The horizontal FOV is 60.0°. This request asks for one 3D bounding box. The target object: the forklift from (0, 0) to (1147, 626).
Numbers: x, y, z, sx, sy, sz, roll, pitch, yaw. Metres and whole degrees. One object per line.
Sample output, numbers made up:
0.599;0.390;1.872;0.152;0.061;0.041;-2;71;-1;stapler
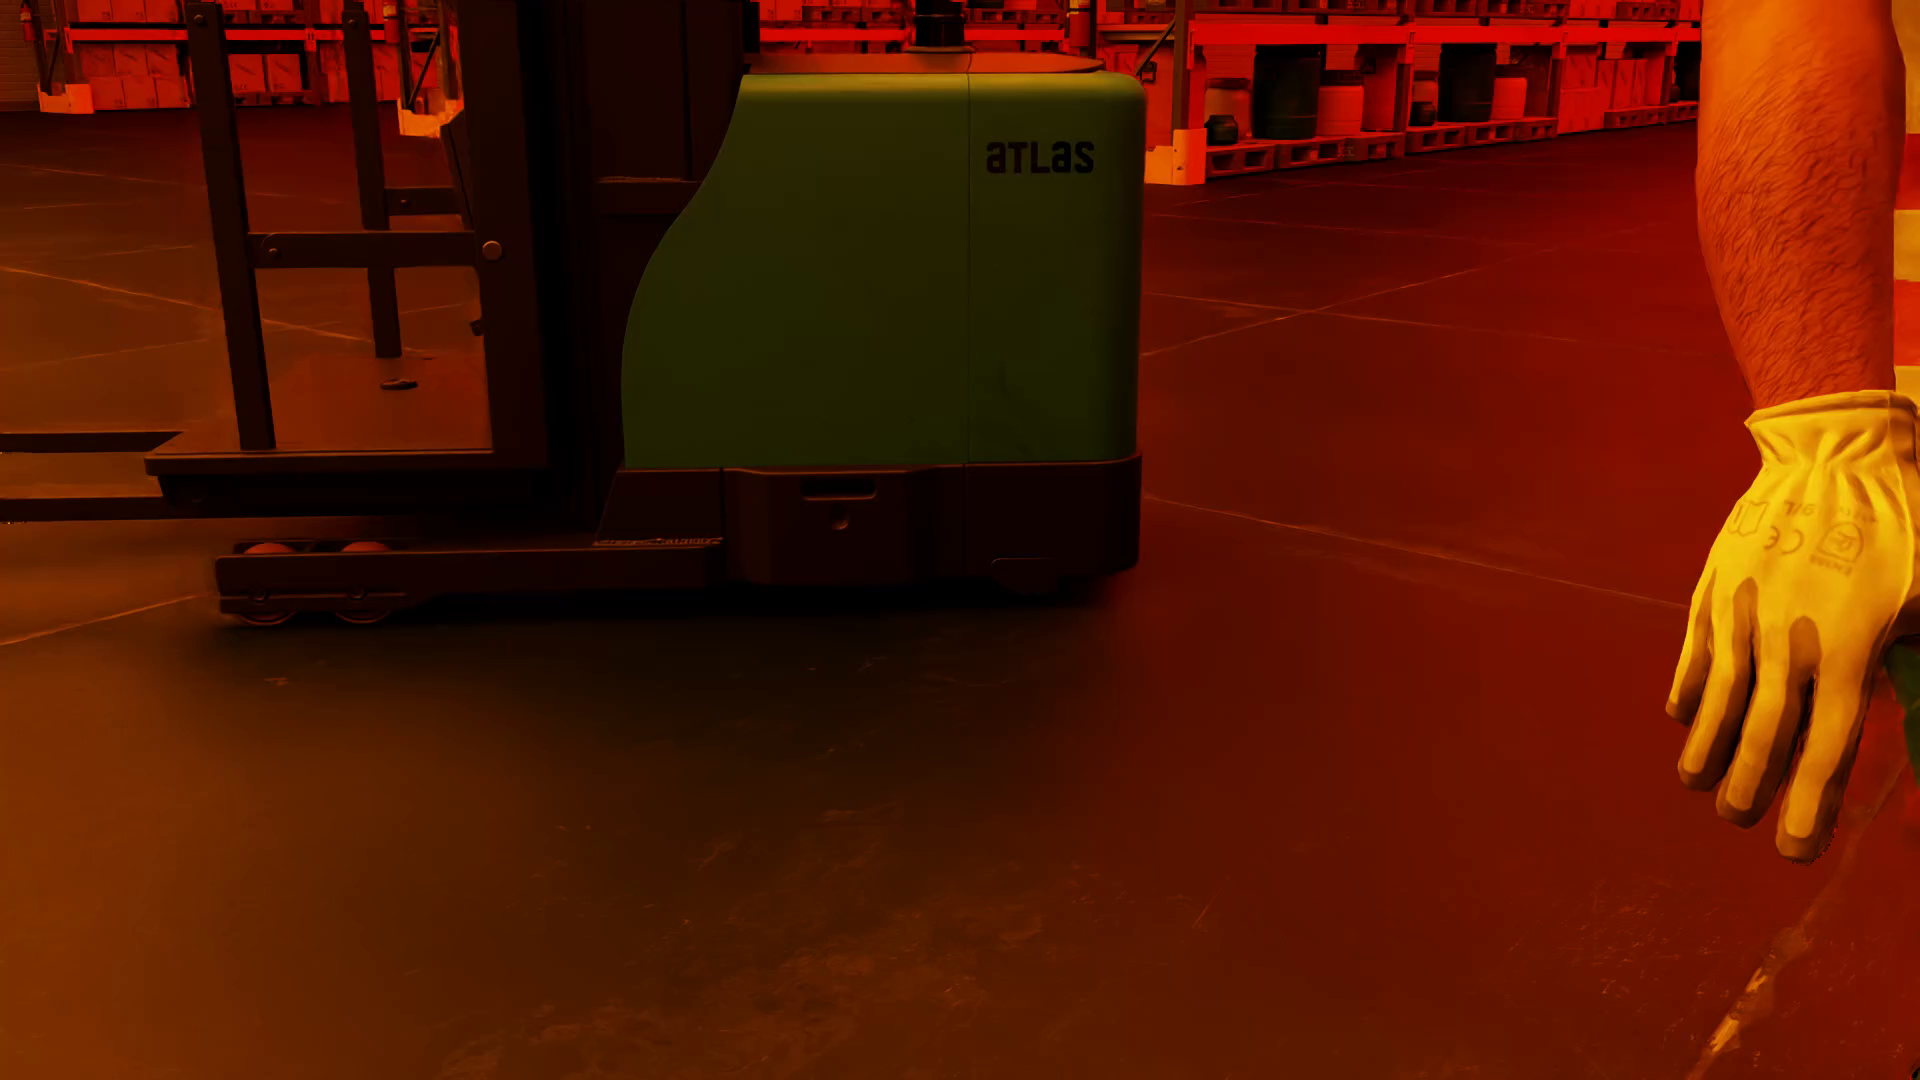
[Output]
-1.158;-1.386;3.463;3.031;2.935;1.130;-1;17;-4;forklift
